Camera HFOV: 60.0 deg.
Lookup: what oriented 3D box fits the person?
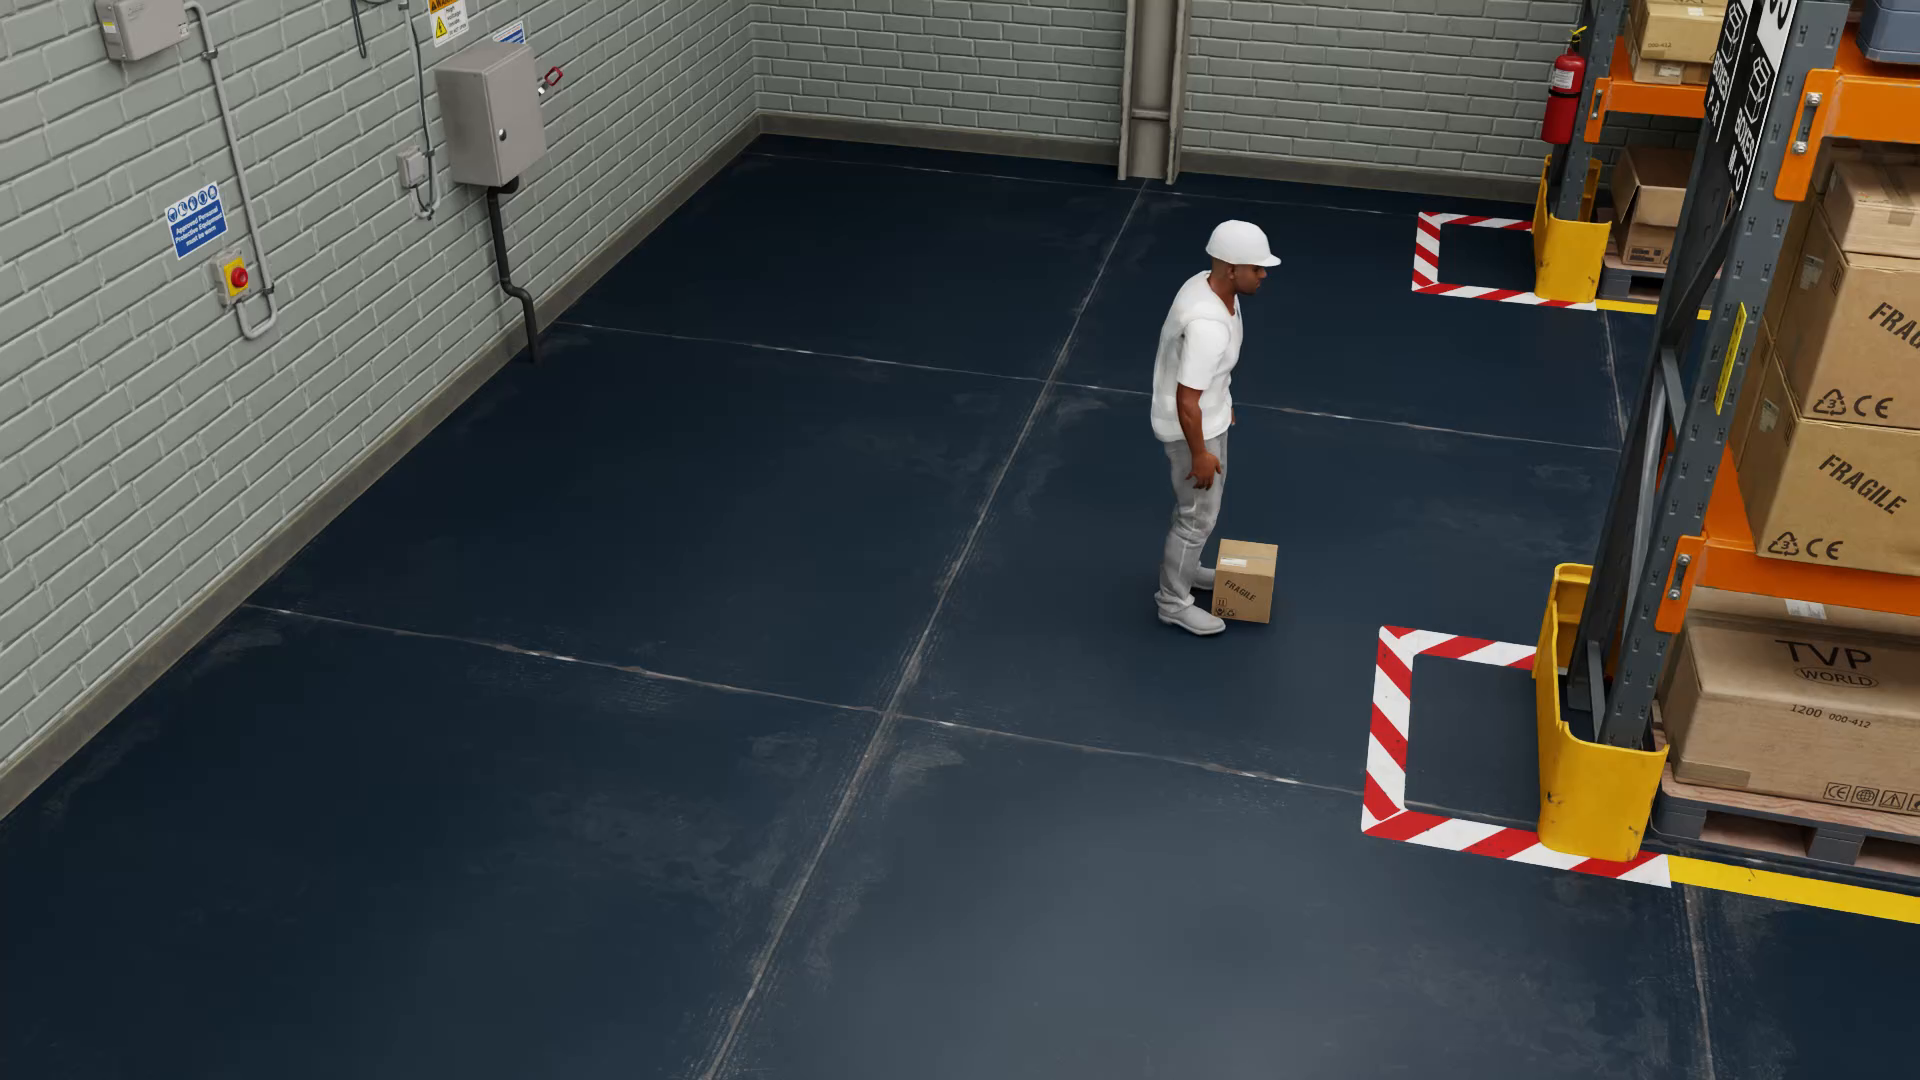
[{"bbox_3d":[1.016,-0.480,6.871,0.456,1.761,0.627,8,34,13],"label":"person"}]
